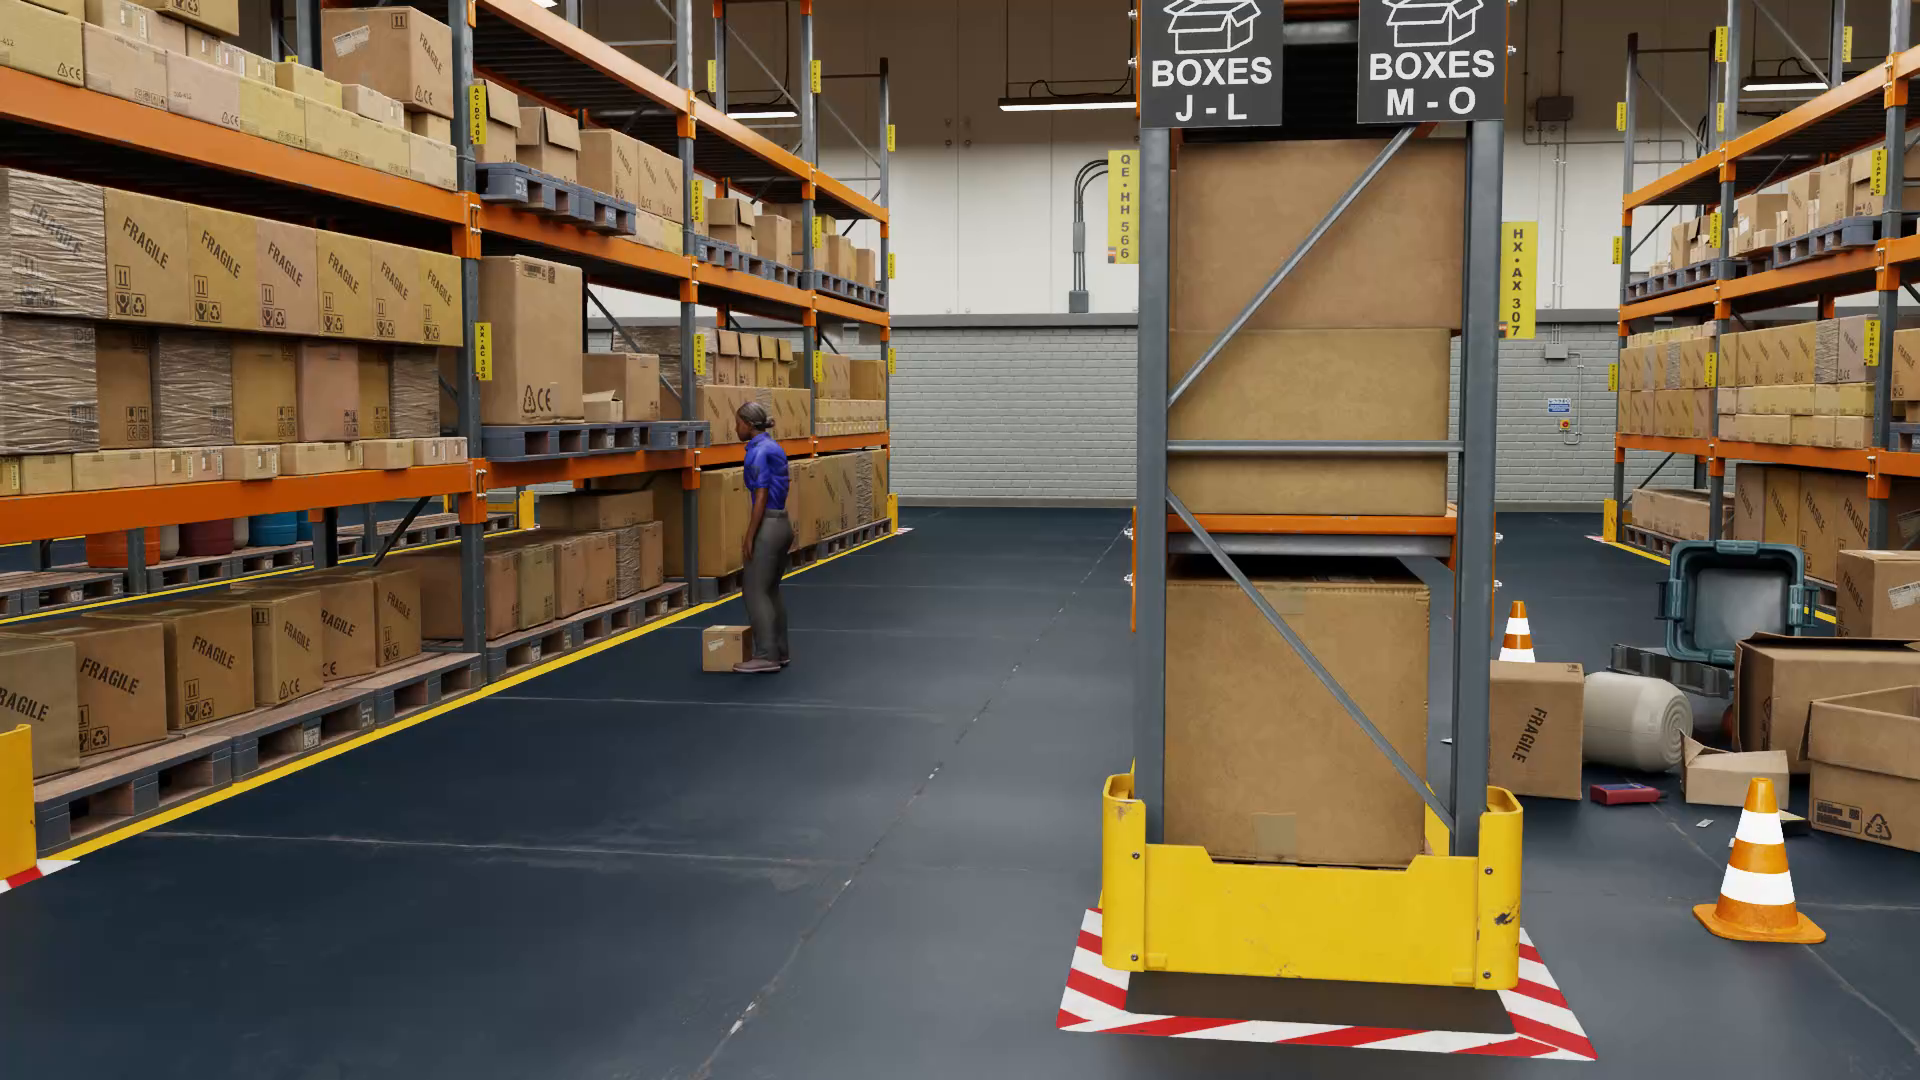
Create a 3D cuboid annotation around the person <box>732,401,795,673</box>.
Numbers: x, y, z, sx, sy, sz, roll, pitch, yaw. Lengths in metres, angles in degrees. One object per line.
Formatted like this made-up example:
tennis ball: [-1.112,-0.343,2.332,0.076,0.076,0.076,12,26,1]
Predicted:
person: [-1.209,-0.025,10.241,0.347,1.655,0.505,1,5,9]
